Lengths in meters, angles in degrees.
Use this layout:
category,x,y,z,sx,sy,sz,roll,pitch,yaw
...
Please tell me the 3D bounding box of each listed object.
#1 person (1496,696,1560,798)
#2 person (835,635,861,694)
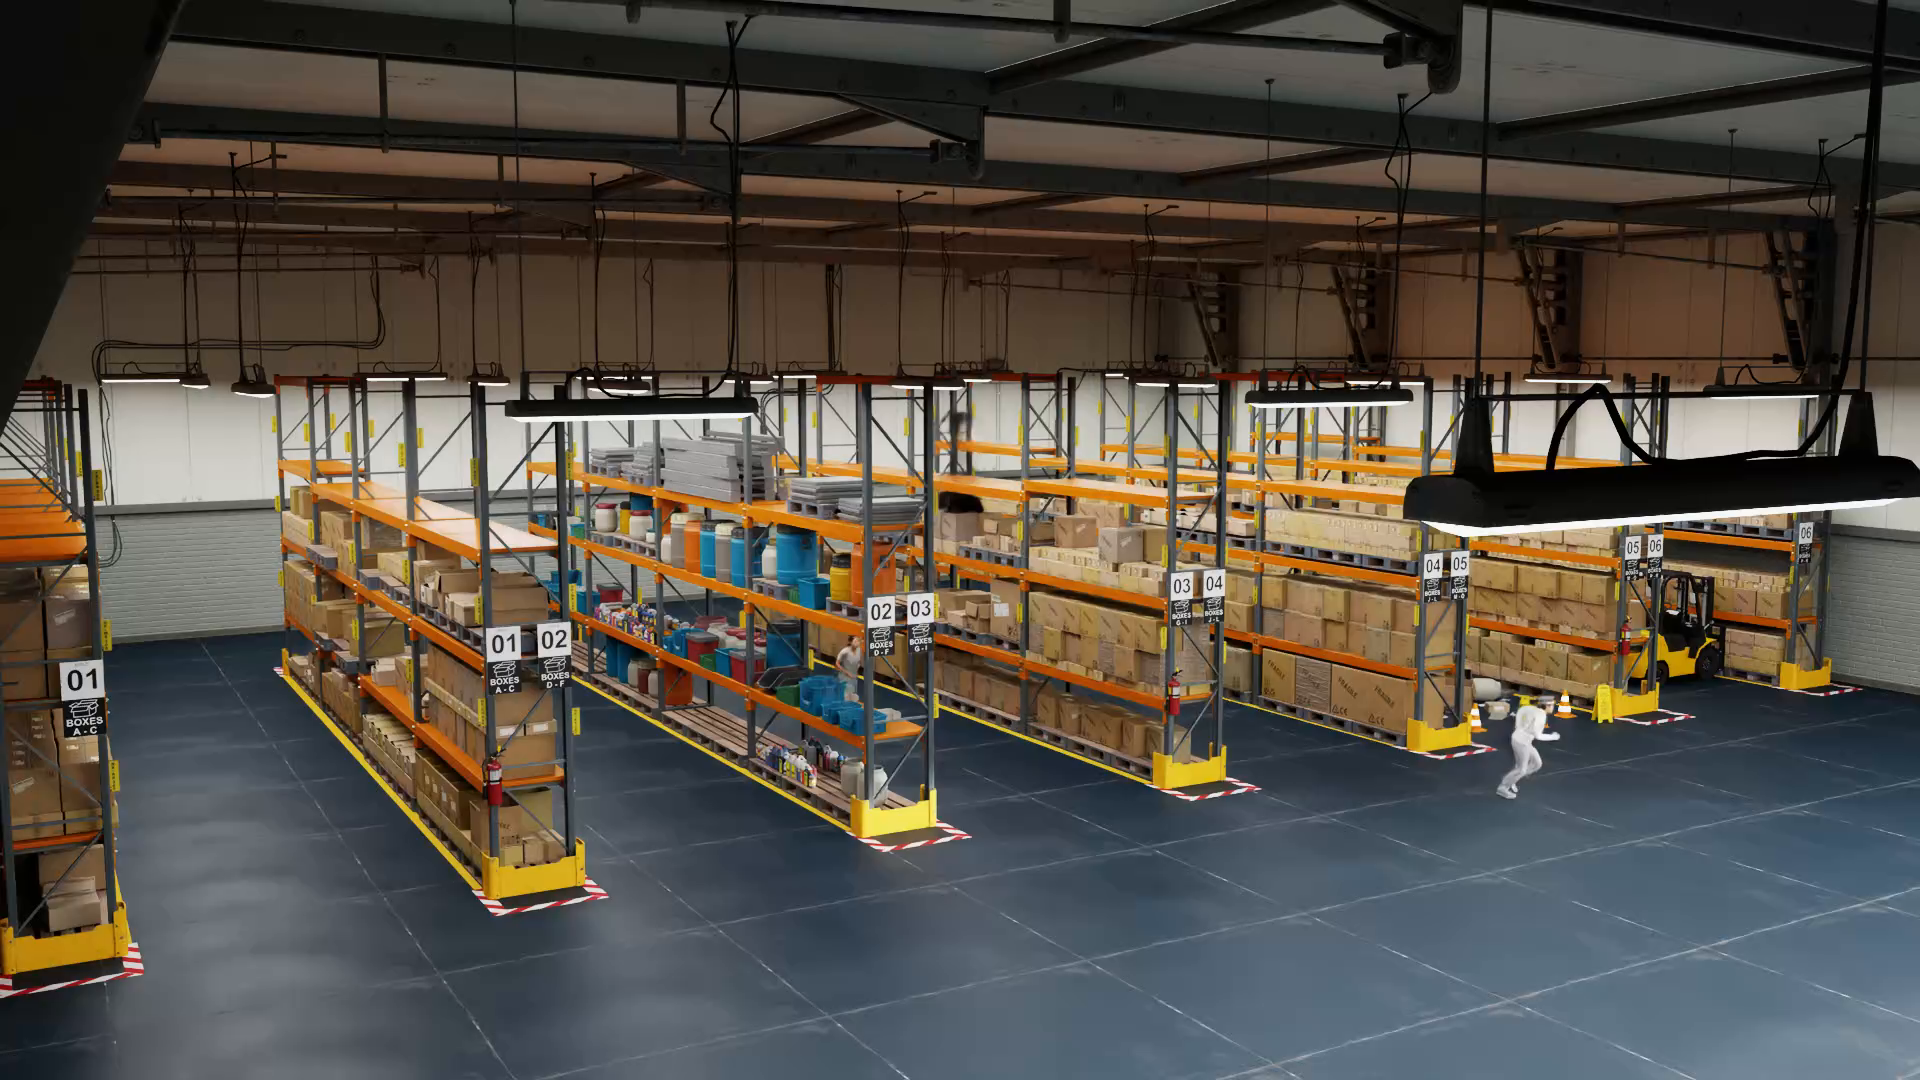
category,x,y,z,sx,sy,sz,roll,pitch,yaw
person,8.190,2.964,23.974,0.841,1.503,0.644,1,6,12
person,-1.984,2.391,28.811,0.539,1.605,0.786,-4,8,-36
